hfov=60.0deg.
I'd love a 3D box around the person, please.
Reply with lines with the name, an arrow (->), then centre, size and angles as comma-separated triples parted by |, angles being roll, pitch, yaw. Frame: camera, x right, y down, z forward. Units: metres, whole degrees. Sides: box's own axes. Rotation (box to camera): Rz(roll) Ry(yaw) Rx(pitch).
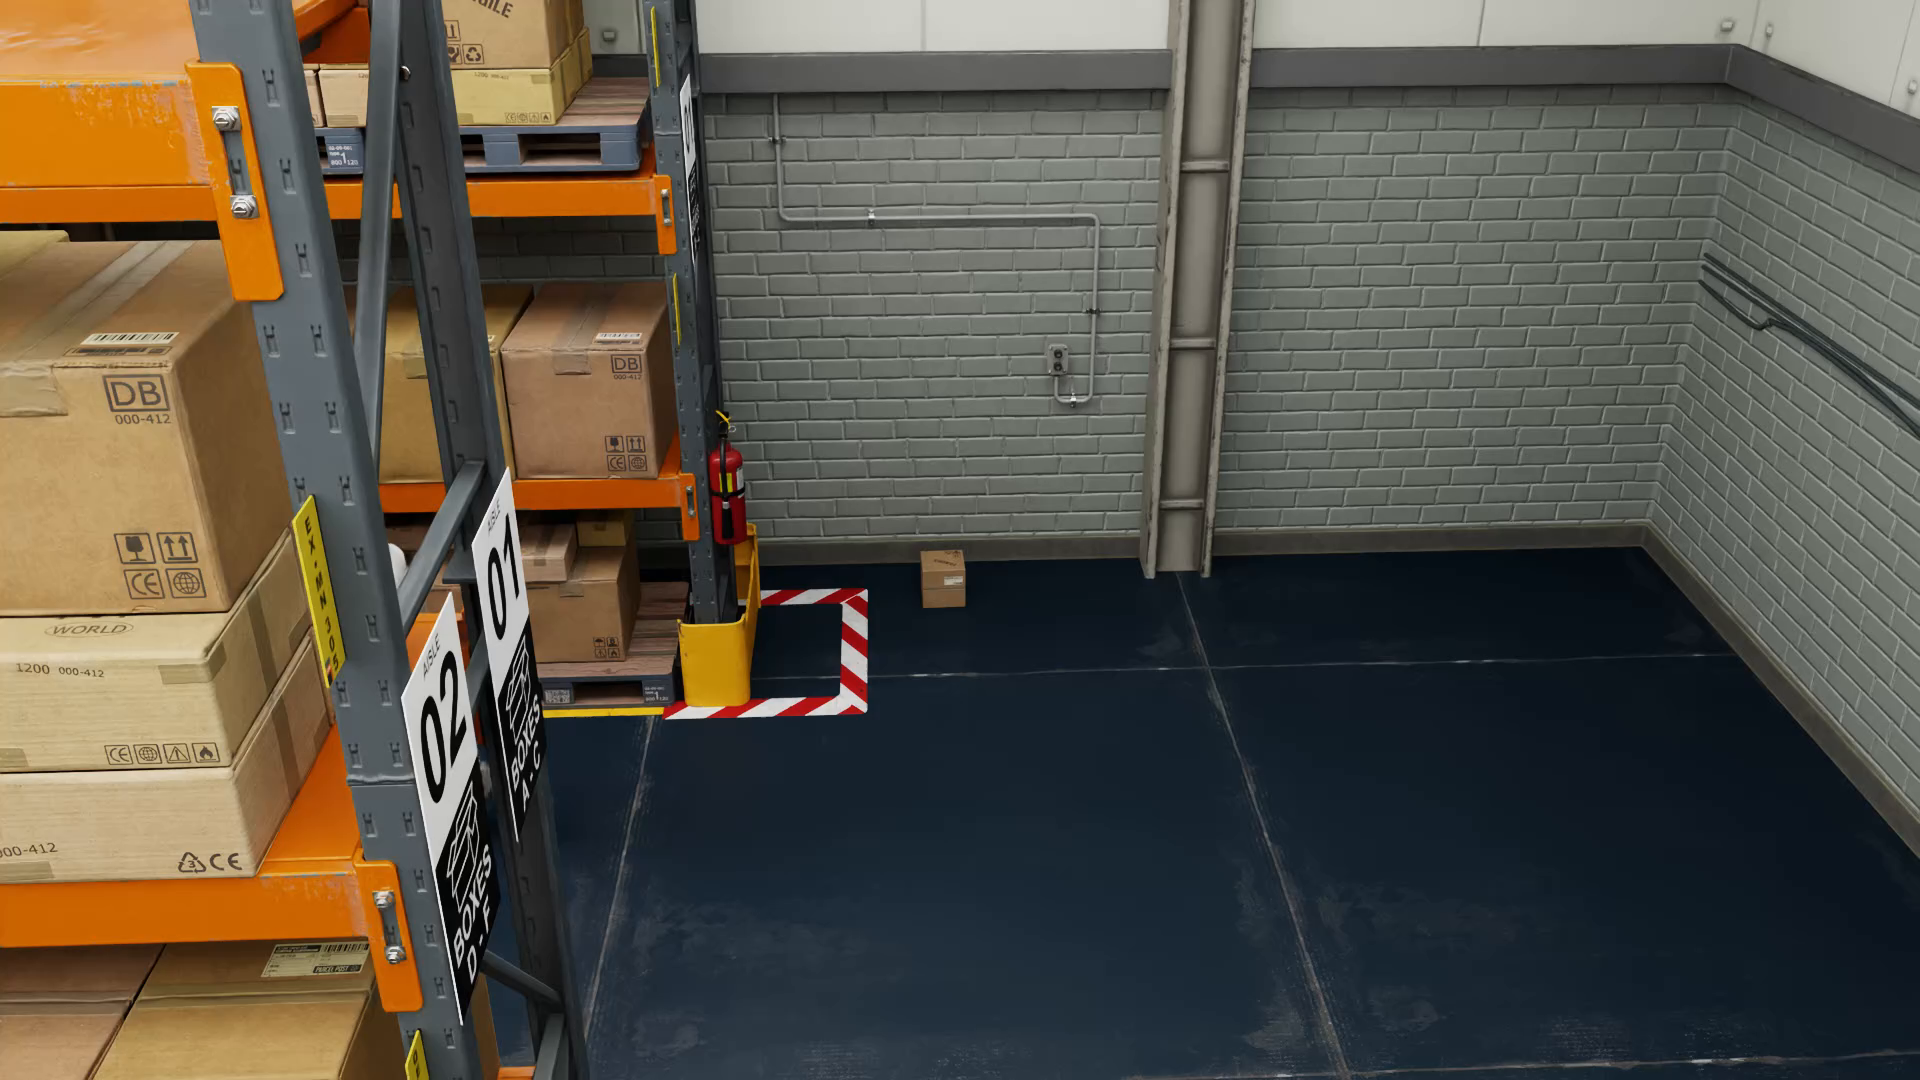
person -> -2.537, 0.600, 7.420 | 0.842, 1.742, 0.596 | 1, 27, 1
